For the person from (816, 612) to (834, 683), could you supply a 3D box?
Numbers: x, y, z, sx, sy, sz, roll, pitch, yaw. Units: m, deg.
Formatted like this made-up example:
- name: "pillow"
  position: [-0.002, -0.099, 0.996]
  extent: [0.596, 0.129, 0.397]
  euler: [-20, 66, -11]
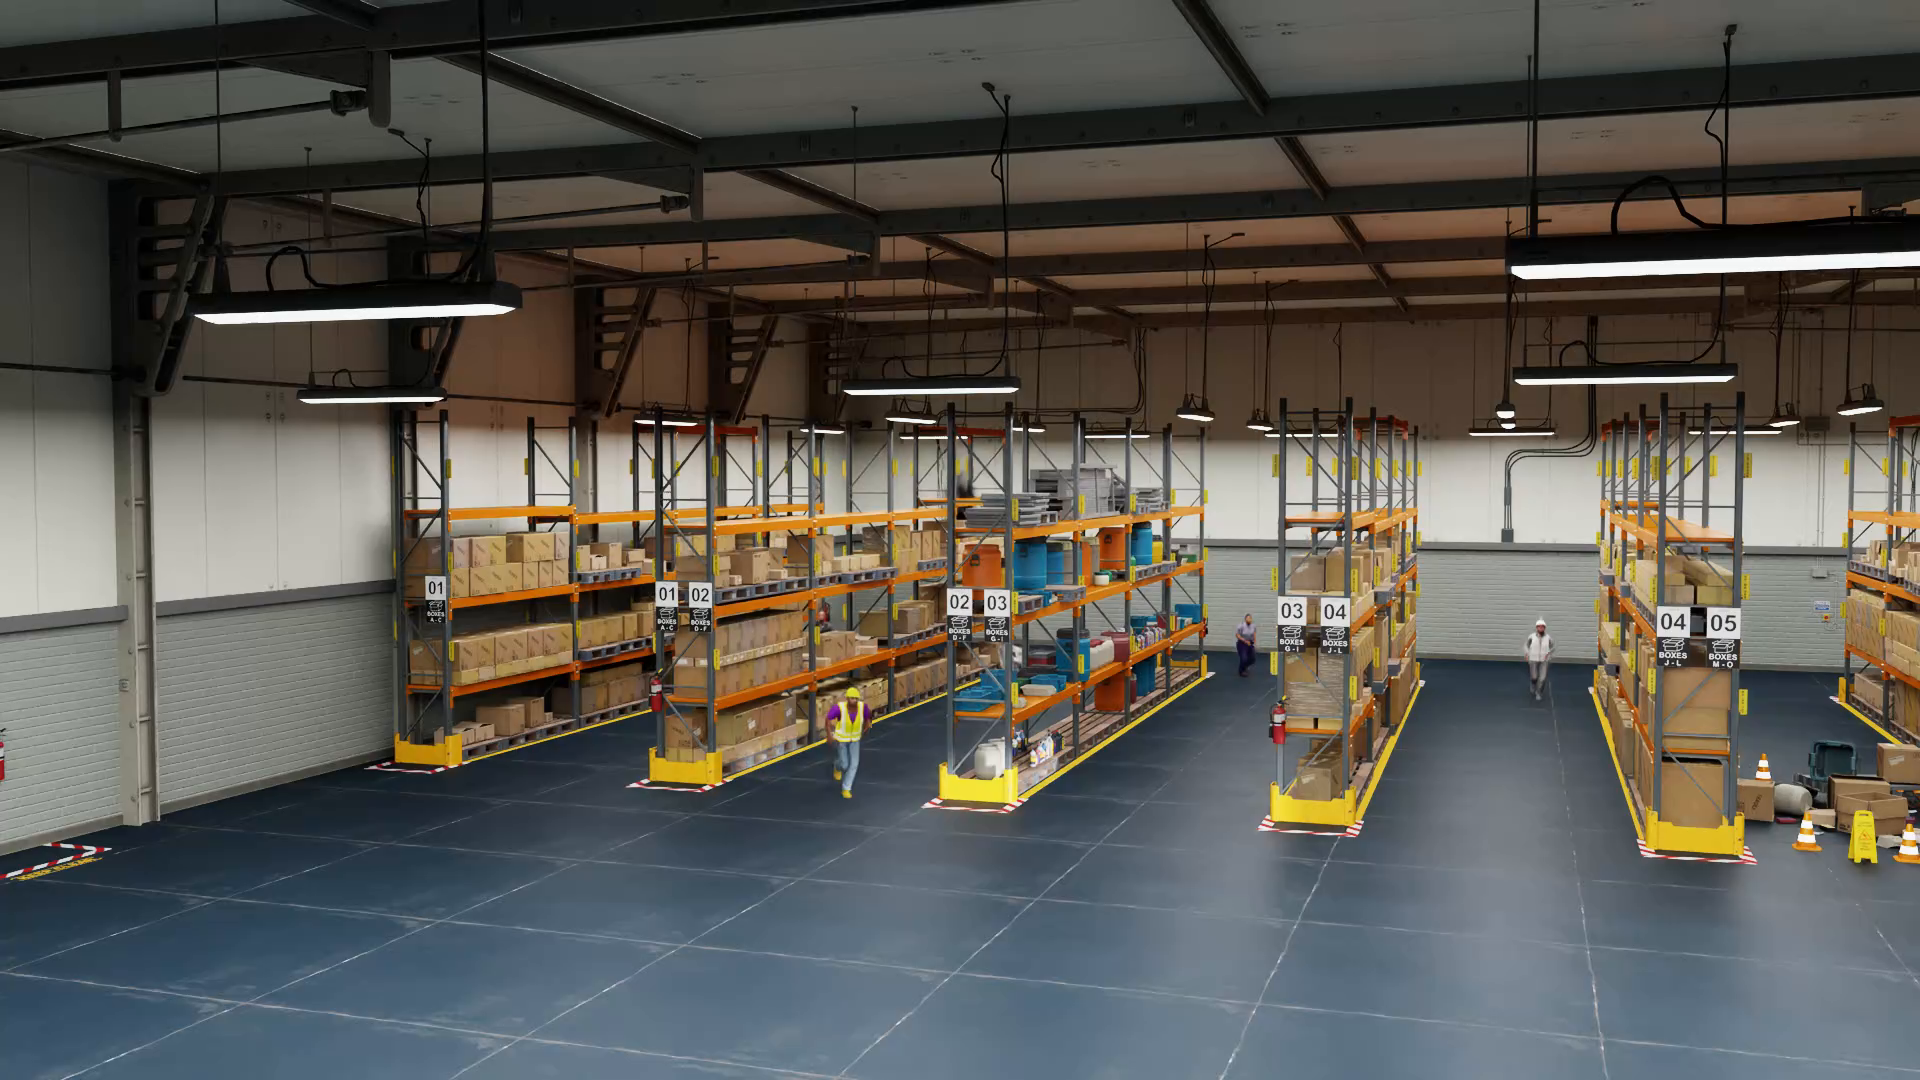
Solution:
- name: "person"
  position: [-3.192, 2.506, 38.750]
  extent: [0.648, 1.693, 0.793]
  euler: [1, 2, 12]

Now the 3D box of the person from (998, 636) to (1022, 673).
- name: "person"
  position: [1.047, 2.726, 33.944]
  extent: [0.605, 1.679, 0.890]
  euler: [1, 3, 14]

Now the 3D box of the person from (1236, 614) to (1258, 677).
- name: "person"
  position: [6.863, 2.527, 40.024]
  extent: [0.584, 1.544, 0.737]
  euler: [-1, 3, -19]

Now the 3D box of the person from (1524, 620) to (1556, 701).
- name: "person"
  position: [12.552, 2.606, 36.007]
  extent: [0.660, 1.732, 0.586]
  euler: [1, 3, 17]

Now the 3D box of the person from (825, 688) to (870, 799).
- name: "person"
  position: [-1.724, 3.084, 25.506]
  extent: [0.698, 1.695, 0.863]
  euler: [-1, 3, -26]
